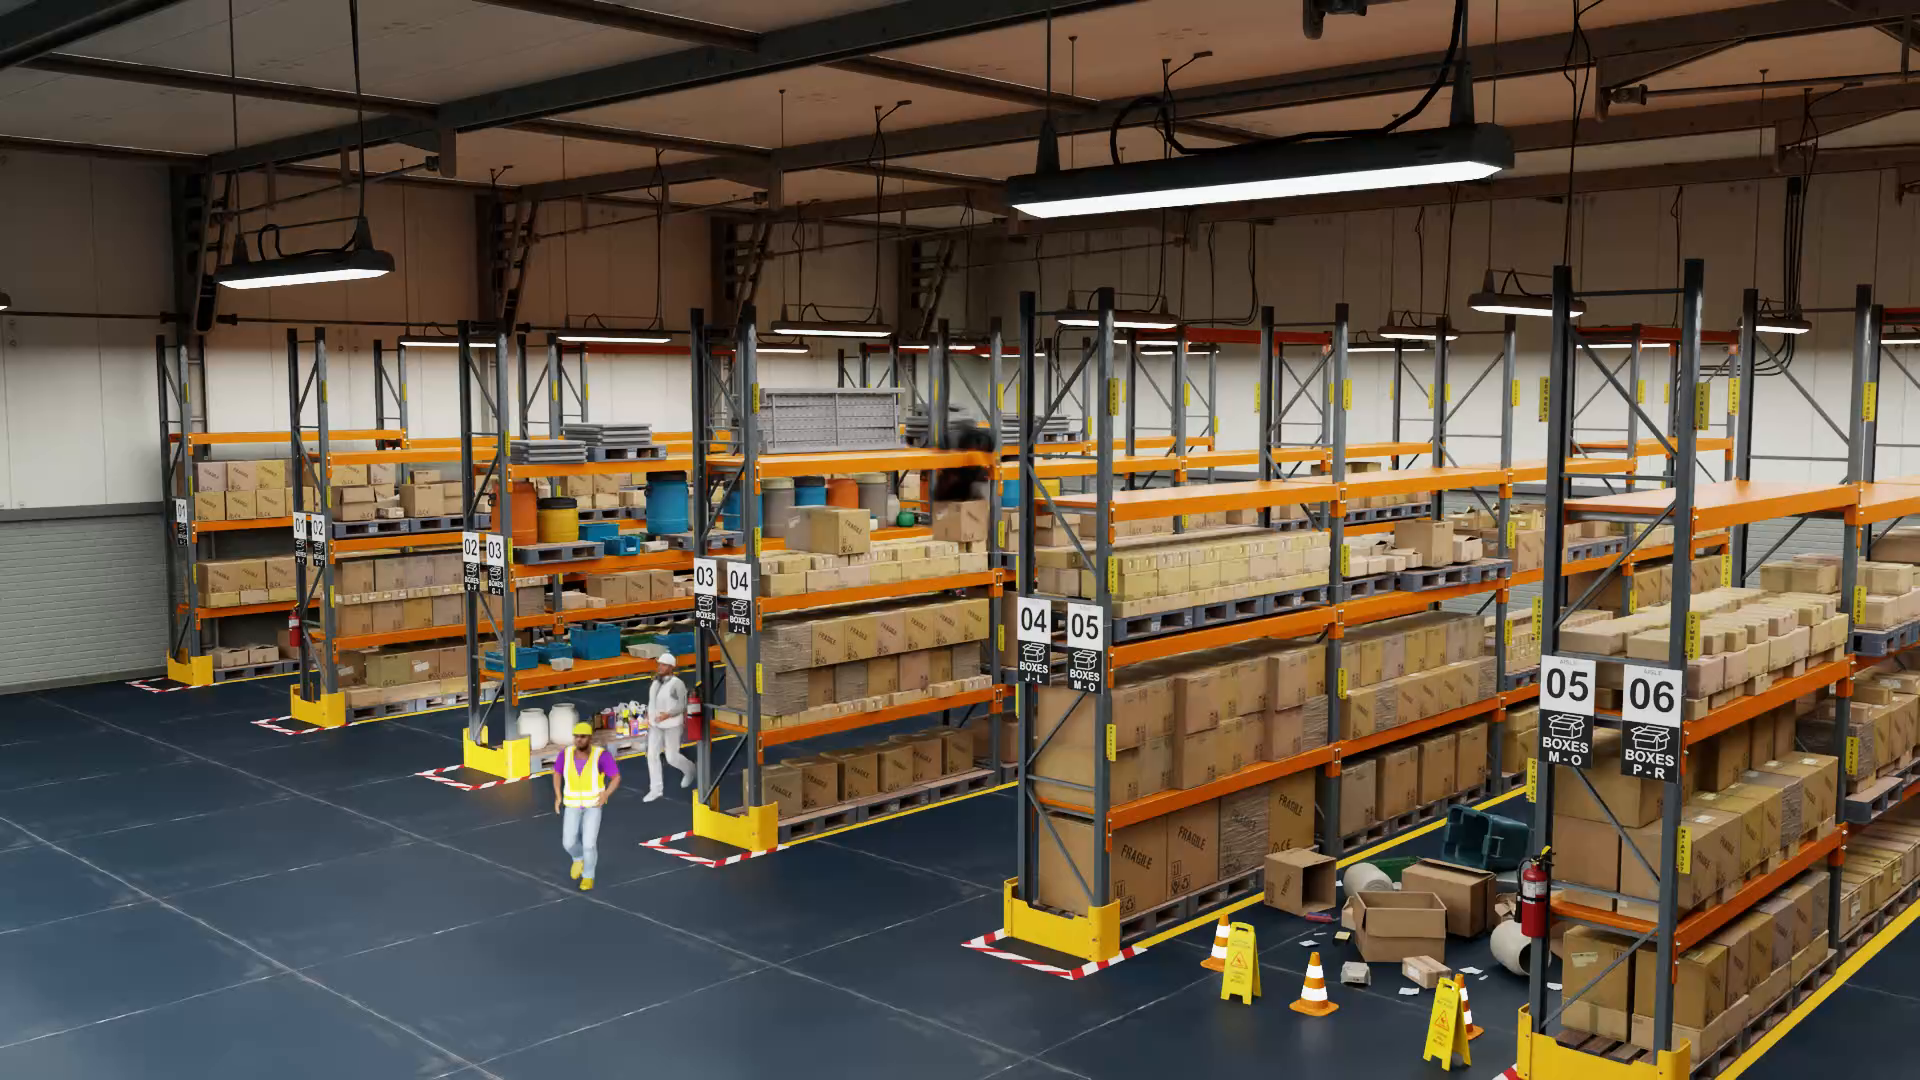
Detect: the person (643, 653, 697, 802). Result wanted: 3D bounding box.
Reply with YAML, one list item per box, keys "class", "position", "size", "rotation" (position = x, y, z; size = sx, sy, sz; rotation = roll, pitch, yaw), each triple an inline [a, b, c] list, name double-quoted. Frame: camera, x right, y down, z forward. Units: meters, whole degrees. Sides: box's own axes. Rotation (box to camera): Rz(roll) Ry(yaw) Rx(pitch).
- class: "person"
  position: [-3.590, 2.267, 20.437]
  size: [0.664, 1.774, 0.848]
  rotation: [3, 6, 30]

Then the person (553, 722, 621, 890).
- class: "person"
  position: [-3.831, 2.712, 17.018]
  size: [0.717, 1.728, 0.583]
  rotation: [0, 5, 0]
